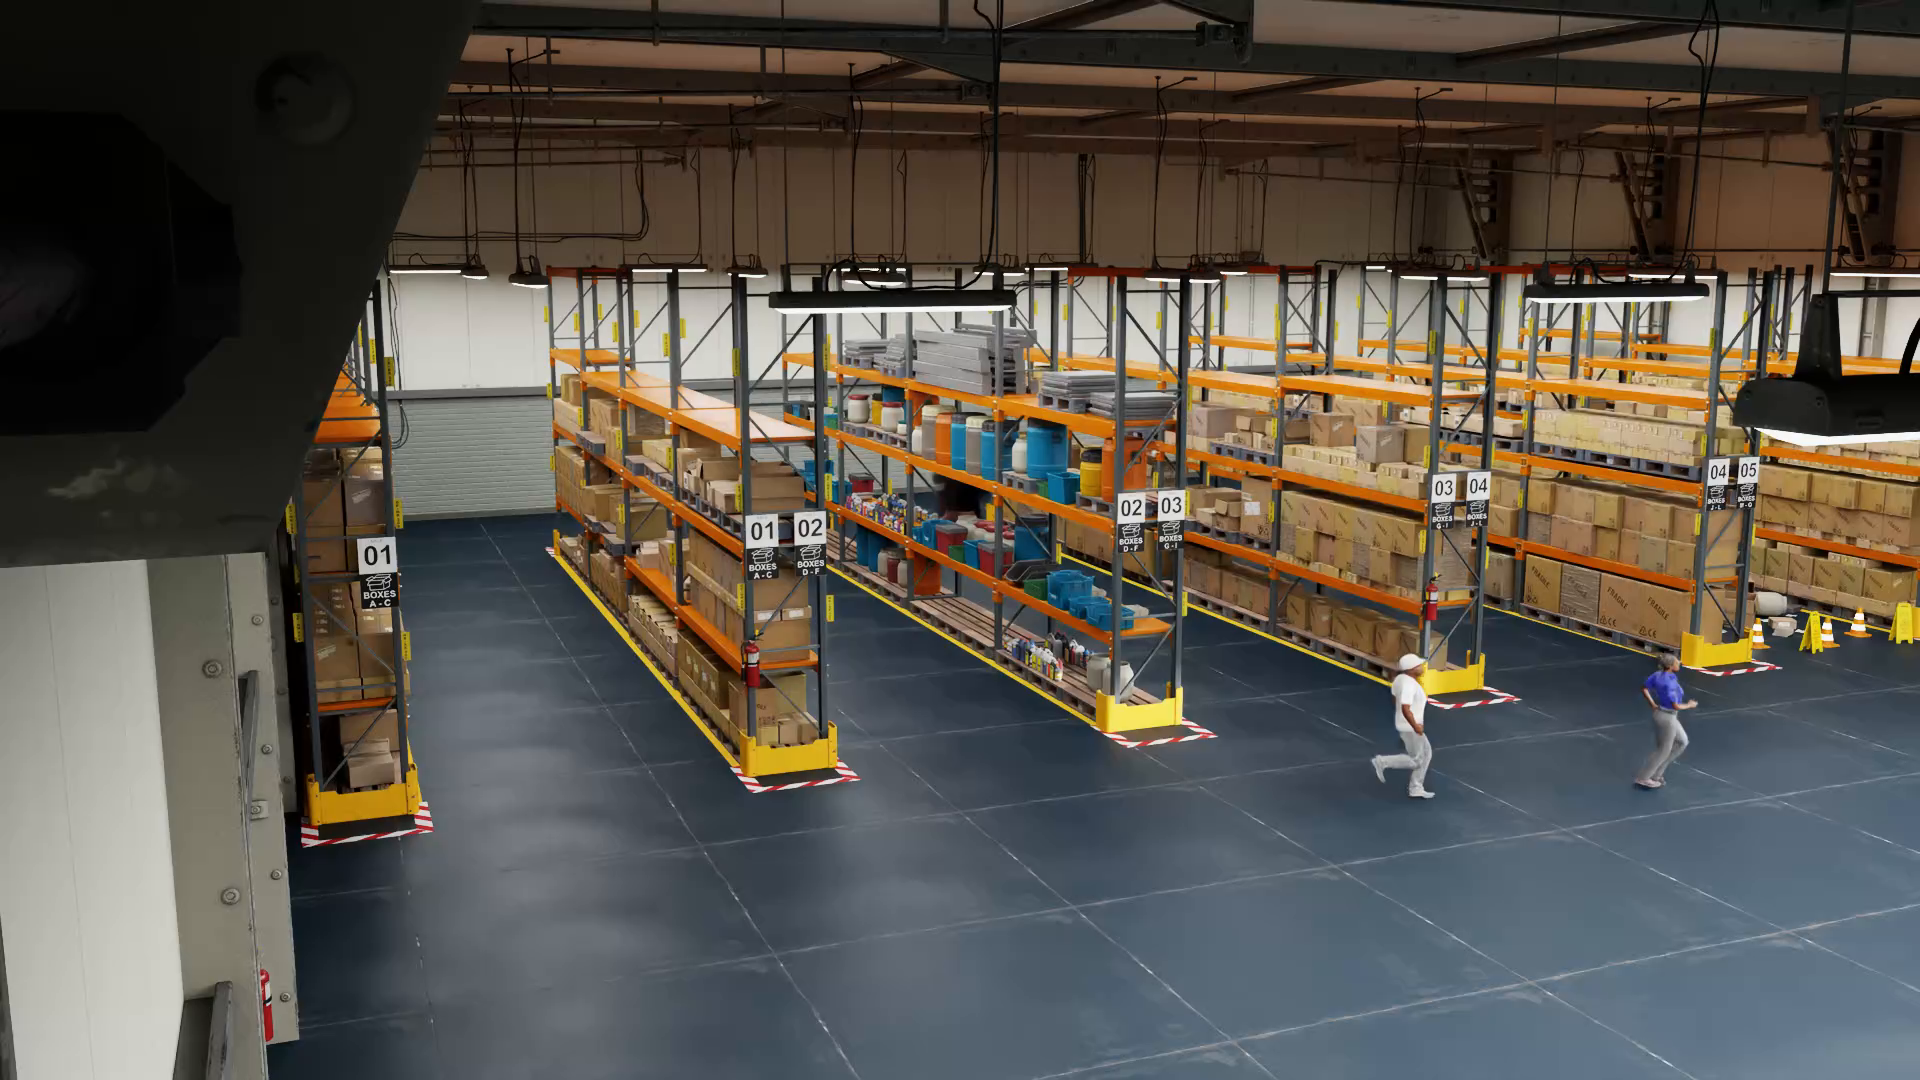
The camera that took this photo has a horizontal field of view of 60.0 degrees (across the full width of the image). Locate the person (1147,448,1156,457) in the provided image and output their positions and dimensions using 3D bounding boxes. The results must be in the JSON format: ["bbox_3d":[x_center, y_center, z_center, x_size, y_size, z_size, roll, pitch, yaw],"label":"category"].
[{"bbox_3d":[4.618,-1.577,40.674,0.707,1.751,0.744,5,11,28],"label":"person"}]

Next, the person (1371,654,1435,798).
[{"bbox_3d":[5.185,2.166,19.363,0.759,1.725,0.703,2,10,9],"label":"person"}]

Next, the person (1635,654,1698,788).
[{"bbox_3d":[8.360,2.137,19.647,0.651,1.638,0.544,2,10,9],"label":"person"}]

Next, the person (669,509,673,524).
[{"bbox_3d":[-5.983,-0.500,35.008,0.626,1.544,0.566,-6,12,-32],"label":"person"}]
